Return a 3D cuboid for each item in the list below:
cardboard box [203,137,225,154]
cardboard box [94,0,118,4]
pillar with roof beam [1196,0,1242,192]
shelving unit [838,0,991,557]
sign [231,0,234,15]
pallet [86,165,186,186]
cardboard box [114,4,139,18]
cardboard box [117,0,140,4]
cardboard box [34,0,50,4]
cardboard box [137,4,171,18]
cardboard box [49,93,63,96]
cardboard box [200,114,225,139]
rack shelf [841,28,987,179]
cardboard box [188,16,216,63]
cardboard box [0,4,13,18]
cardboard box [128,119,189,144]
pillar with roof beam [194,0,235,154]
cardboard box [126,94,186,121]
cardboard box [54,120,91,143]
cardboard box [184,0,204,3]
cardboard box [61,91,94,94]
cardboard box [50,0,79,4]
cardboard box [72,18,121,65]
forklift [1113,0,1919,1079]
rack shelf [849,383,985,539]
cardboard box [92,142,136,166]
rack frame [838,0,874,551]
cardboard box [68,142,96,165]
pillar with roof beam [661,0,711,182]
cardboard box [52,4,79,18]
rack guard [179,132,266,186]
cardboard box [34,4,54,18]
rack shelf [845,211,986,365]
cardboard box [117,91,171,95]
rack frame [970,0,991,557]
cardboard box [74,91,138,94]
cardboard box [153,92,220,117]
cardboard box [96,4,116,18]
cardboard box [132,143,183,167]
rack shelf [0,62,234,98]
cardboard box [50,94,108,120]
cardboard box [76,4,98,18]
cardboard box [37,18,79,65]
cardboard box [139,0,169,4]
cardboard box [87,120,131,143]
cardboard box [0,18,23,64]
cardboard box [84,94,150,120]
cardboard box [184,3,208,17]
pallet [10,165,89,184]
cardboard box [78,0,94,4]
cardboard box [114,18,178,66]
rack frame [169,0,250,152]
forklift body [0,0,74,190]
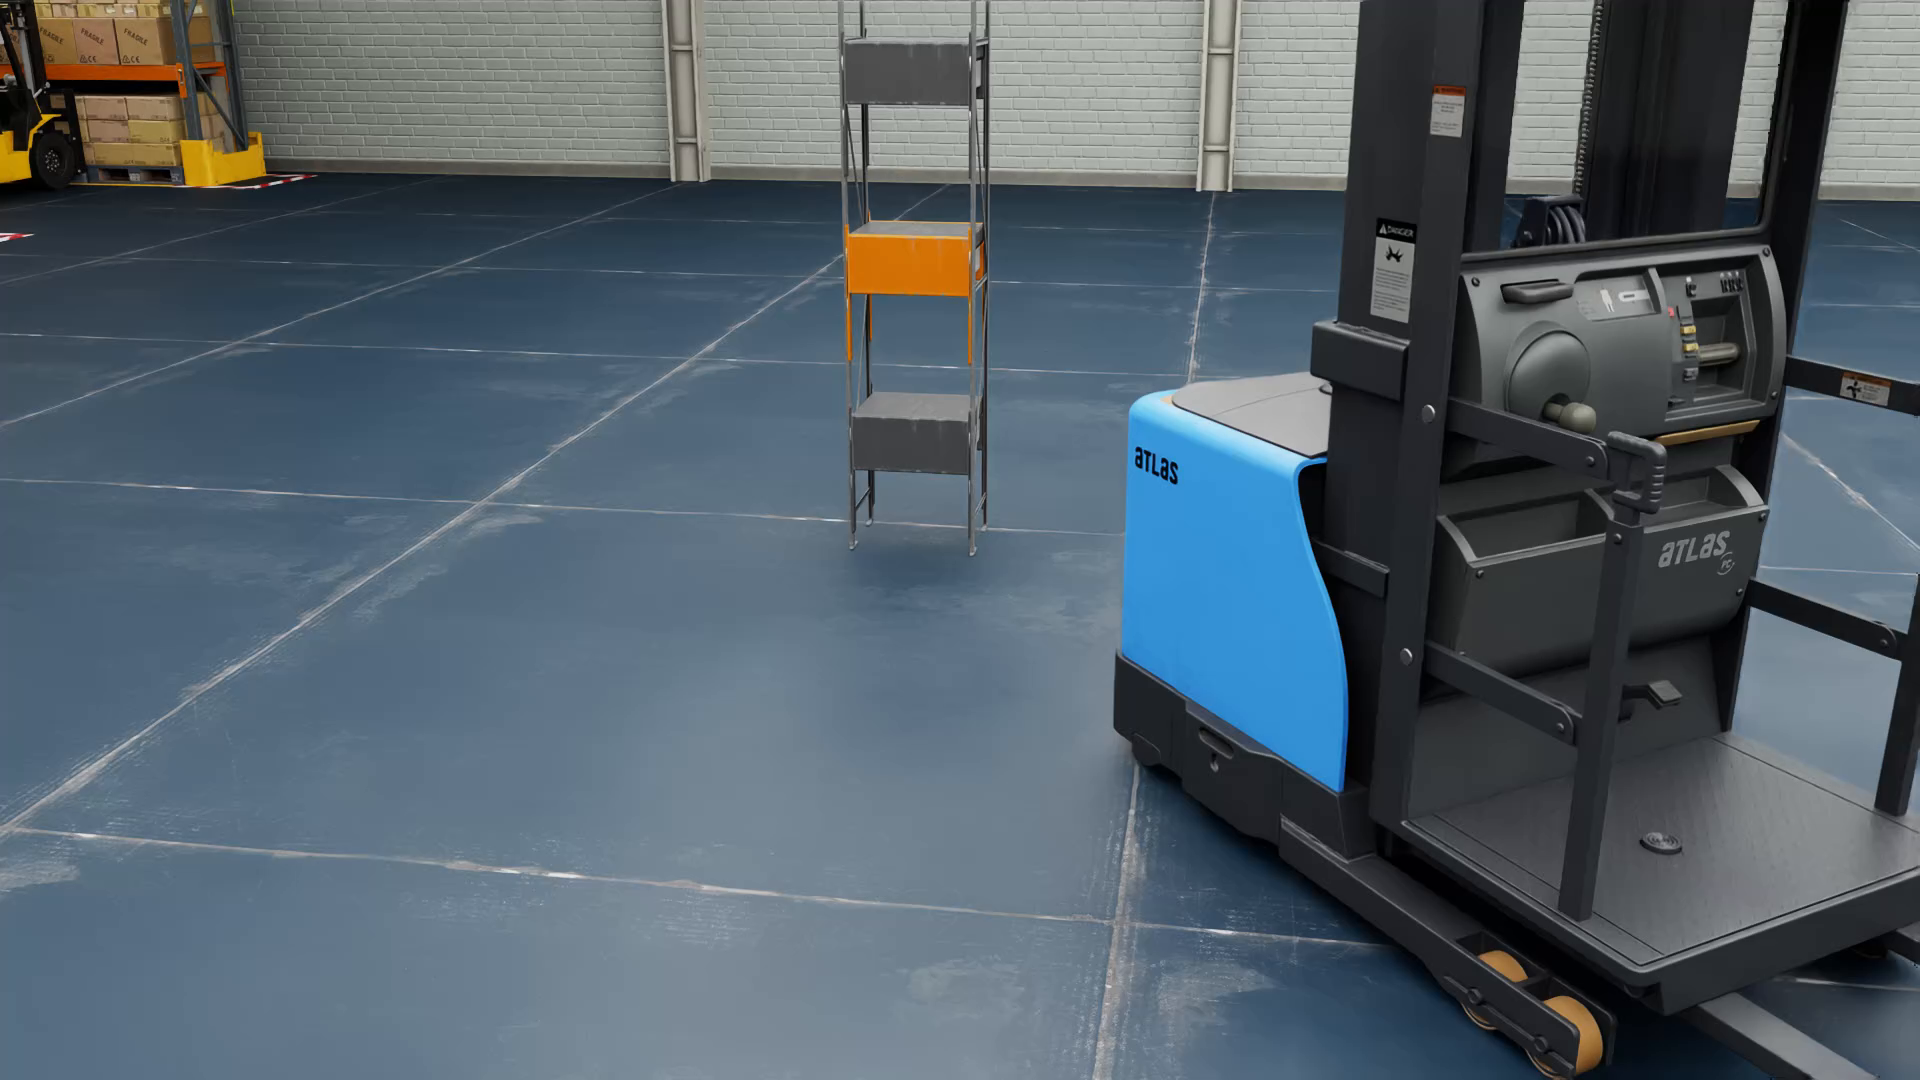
[{"bbox_3d":[-8.949,-4.560,19.377,0.500,0.250,0.500,3,19,9],"label":"cardboard box"},{"bbox_3d":[-9.393,-6.035,18.463,0.250,0.149,0.380,3,19,10],"label":"cardboard box"},{"bbox_3d":[2.126,-6.789,12.911,0.400,9.000,9.100,3,19,9],"label":"pillar with roof beam"},{"bbox_3d":[-0.163,-1.004,6.495,0.503,2.100,0.431,3,19,9],"label":"shelving unit"},{"bbox_3d":[-8.401,-6.201,19.119,0.005,0.325,0.100,3,19,9],"label":"sign"},{"bbox_3d":[-9.256,-4.282,19.268,1.213,0.211,1.003,3,19,9],"label":"pallet"},{"bbox_3d":[-9.138,-5.867,18.432,0.250,0.149,0.380,3,19,10],"label":"cardboard box"},{"bbox_3d":[-9.130,-6.030,18.449,0.250,0.149,0.380,3,19,9],"label":"cardboard box"},{"bbox_3d":[-10.158,-6.060,18.539,0.250,0.149,0.380,3,19,10],"label":"cardboard box"},{"bbox_3d":[-8.881,-5.864,18.421,0.250,0.149,0.380,3,19,9],"label":"cardboard box"},{"bbox_3d":[-10.503,-4.948,18.960,0.500,0.250,0.500,3,19,8],"label":"cardboard box"},{"bbox_3d":[-8.926,-4.800,19.306,0.500,0.250,0.500,3,19,10],"label":"cardboard box"},{"bbox_3d":[-0.163,-1.655,6.277,0.480,0.518,0.431,3,19,9],"label":"rack shelf"},{"bbox_3d":[-8.940,-5.739,19.069,0.500,0.500,0.500,4,19,10],"label":"cardboard box"},{"bbox_3d":[-10.647,-5.953,18.688,0.250,0.149,0.380,3,19,8],"label":"cardboard box"},{"bbox_3d":[-9.025,-4.638,18.821,0.500,0.250,0.500,3,19,8],"label":"cardboard box"},{"bbox_3d":[-9.722,-7.393,14.716,0.400,9.000,9.100,3,19,9],"label":"pillar with roof beam"},{"bbox_3d":[-8.999,-4.874,18.738,0.500,0.250,0.500,4,19,10],"label":"cardboard box"},{"bbox_3d":[-10.031,-4.686,18.965,0.500,0.250,0.500,2,19,7],"label":"cardboard box"},{"bbox_3d":[-8.792,-6.159,18.835,0.250,0.149,0.380,3,19,8],"label":"cardboard box"},{"bbox_3d":[-10.430,-5.113,19.451,0.500,0.250,0.500,3,19,8],"label":"cardboard box"},{"bbox_3d":[-9.902,-6.049,18.505,0.250,0.149,0.380,3,19,10],"label":"cardboard box"},{"bbox_3d":[-9.533,-5.598,18.649,0.500,0.500,0.500,4,19,10],"label":"cardboard box"},{"bbox_3d":[1.570,-0.431,3.472,1.130,2.935,3.031,-9,21,-25],"label":"forklift"},{"bbox_3d":[-0.163,-0.327,6.721,0.480,0.518,0.431,3,19,9],"label":"rack shelf"},{"bbox_3d":[-9.498,-4.427,18.978,0.500,0.250,0.500,3,19,9],"label":"cardboard box"},{"bbox_3d":[-0.404,-1.016,6.532,0.015,2.100,0.400,3,19,9],"label":"rack frame"},{"bbox_3d":[-9.991,-4.455,19.062,0.500,0.250,0.500,3,19,9],"label":"cardboard box"},{"bbox_3d":[-3.798,-7.091,13.814,0.400,9.000,9.100,3,19,9],"label":"pillar with roof beam"},{"bbox_3d":[-9.899,-5.914,18.572,0.250,0.149,0.380,2,19,7],"label":"cardboard box"},{"bbox_3d":[-8.471,-4.393,19.143,0.348,0.500,1.175,3,19,9],"label":"rack guard"},{"bbox_3d":[-10.152,-5.921,18.591,0.250,0.149,0.380,3,19,9],"label":"cardboard box"},{"bbox_3d":[-0.163,-0.991,6.499,0.480,0.518,0.431,3,19,9],"label":"rack shelf"},{"bbox_3d":[-9.433,-5.056,19.282,0.500,0.250,0.500,3,19,9],"label":"cardboard box"},{"bbox_3d":[0.077,-0.992,6.458,0.015,2.100,0.400,3,19,9],"label":"rack frame"},{"bbox_3d":[-9.925,-5.085,19.368,0.500,0.250,0.500,3,19,8],"label":"cardboard box"},{"bbox_3d":[-8.939,-5.032,19.211,0.500,0.250,0.500,3,19,8],"label":"cardboard box"},{"bbox_3d":[-9.385,-5.900,18.528,0.250,0.149,0.380,3,19,10],"label":"cardboard box"},{"bbox_3d":[-9.009,-4.399,18.895,0.500,0.250,0.500,3,19,9],"label":"cardboard box"},{"bbox_3d":[-10.469,-5.339,19.165,4.000,0.370,1.077,3,19,9],"label":"rack shelf"},{"bbox_3d":[-10.004,-4.920,18.876,0.500,0.250,0.500,3,19,9],"label":"cardboard box"},{"bbox_3d":[-9.628,-5.916,18.576,0.250,0.149,0.380,3,19,8],"label":"cardboard box"},{"bbox_3d":[-10.039,-5.624,18.726,0.500,0.500,0.500,3,19,8],"label":"cardboard box"},{"bbox_3d":[-8.882,-6.027,18.441,0.250,0.149,0.380,3,19,9],"label":"cardboard box"},{"bbox_3d":[-9.518,-4.667,18.907,0.500,0.250,0.500,3,19,8],"label":"cardboard box"},{"bbox_3d":[-10.537,-5.646,18.791,0.500,0.500,0.500,3,19,9],"label":"cardboard box"},{"bbox_3d":[-9.504,-4.898,18.810,0.500,0.250,0.500,3,19,10],"label":"cardboard box"},{"bbox_3d":[-8.788,-6.033,18.925,0.250,0.149,0.380,2,19,7],"label":"cardboard box"},{"bbox_3d":[-10.457,-4.344,19.454,1.213,0.211,1.003,3,19,9],"label":"pallet"},{"bbox_3d":[-9.627,-6.070,18.570,0.250,0.149,0.380,3,19,9],"label":"cardboard box"},{"bbox_3d":[-9.022,-5.569,18.562,0.500,0.500,0.500,3,19,7],"label":"cardboard box"},{"bbox_3d":[-8.495,-5.579,18.750,0.127,3.000,1.000,3,19,9],"label":"rack frame"},{"bbox_3d":[-10.656,-4.701,17.462,1.214,2.155,2.313,3,19,9],"label":"forklift body"}]
